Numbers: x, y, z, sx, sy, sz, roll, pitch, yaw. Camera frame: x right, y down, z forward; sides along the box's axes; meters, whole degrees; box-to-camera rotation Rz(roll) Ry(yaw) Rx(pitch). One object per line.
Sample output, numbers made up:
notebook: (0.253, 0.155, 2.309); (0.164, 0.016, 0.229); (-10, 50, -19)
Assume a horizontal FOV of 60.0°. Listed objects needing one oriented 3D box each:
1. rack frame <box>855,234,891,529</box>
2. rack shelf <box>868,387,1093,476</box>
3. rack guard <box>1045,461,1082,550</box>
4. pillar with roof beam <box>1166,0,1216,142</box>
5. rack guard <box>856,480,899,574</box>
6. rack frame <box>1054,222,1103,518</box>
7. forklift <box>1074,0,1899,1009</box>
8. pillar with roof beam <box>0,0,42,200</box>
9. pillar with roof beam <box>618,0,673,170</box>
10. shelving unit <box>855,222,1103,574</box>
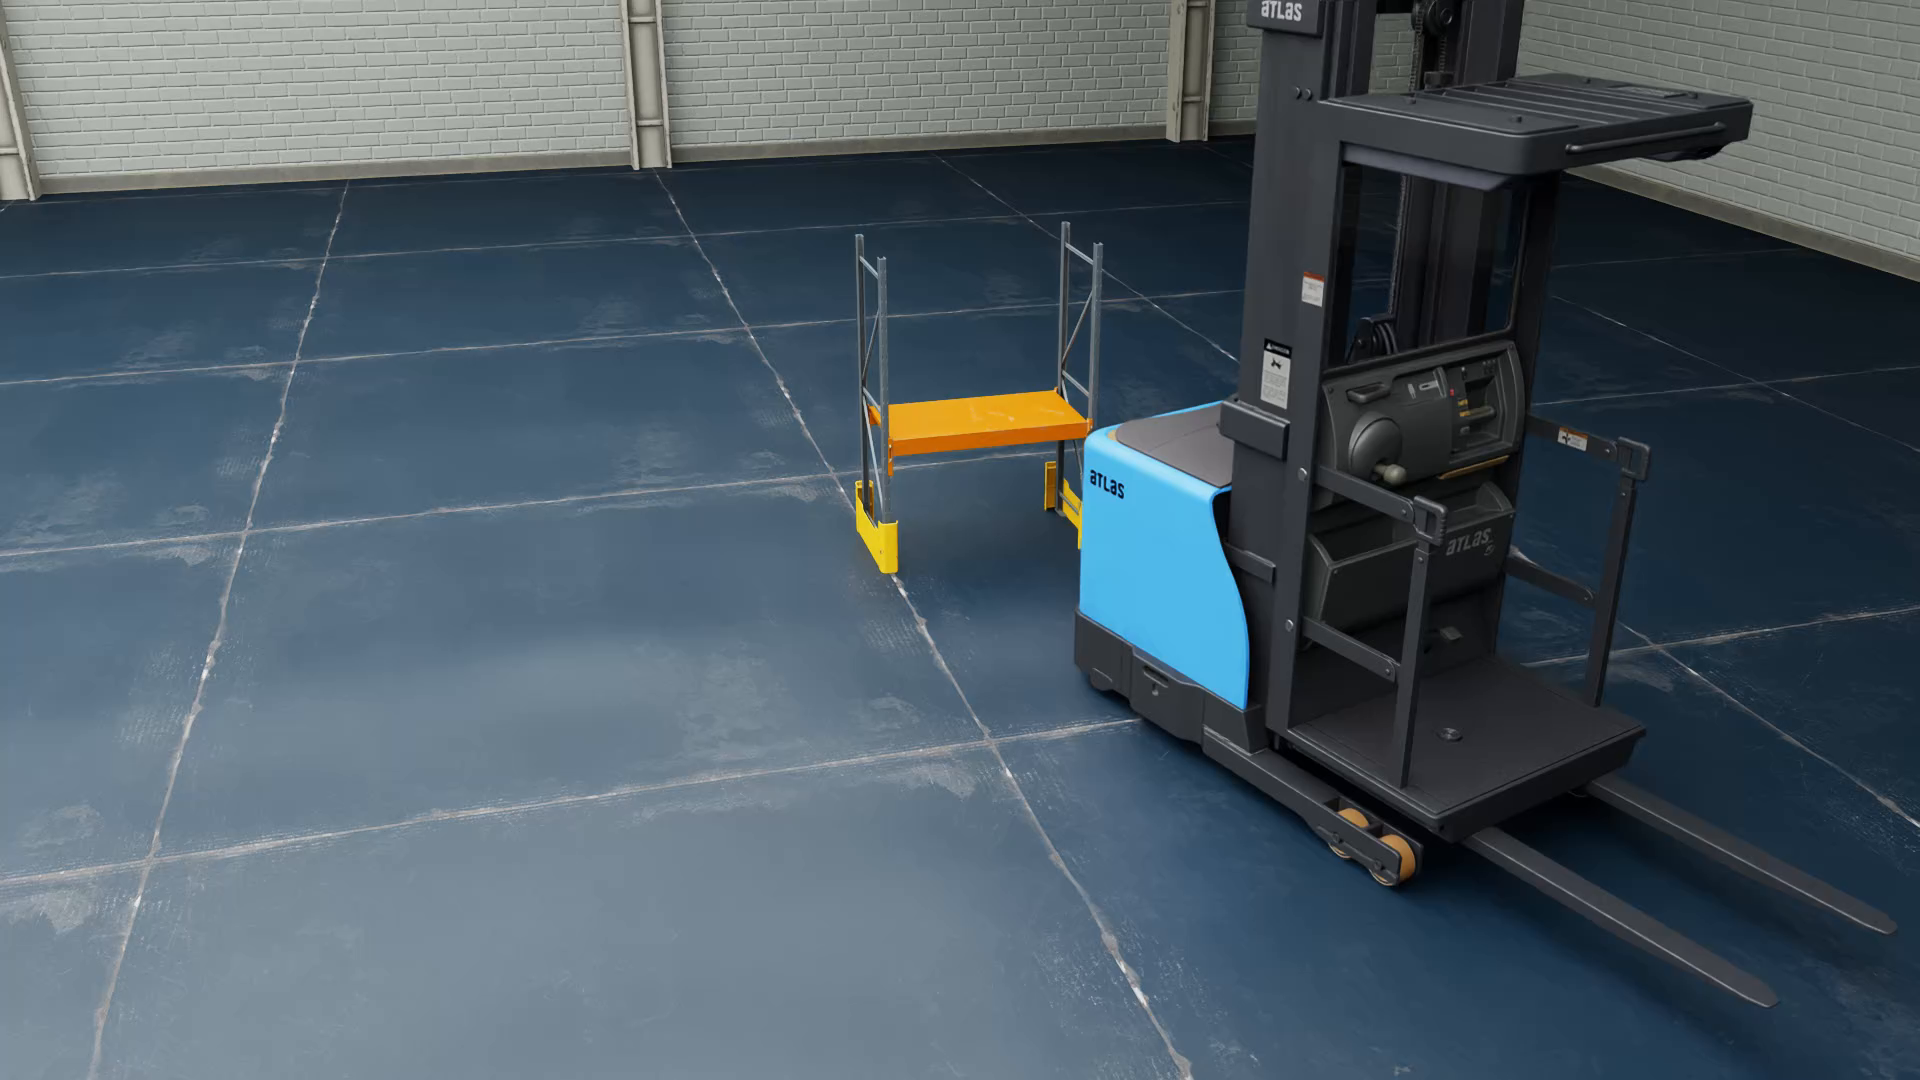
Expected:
rack frame: (-0.407, -0.644, 7.849); (0.032, 1.500, 0.500); (-6, 24, -14)
rack shelf: (0.082, -0.533, 8.046); (1.000, 0.185, 0.538); (-6, 24, -14)
rack guard: (0.553, -0.176, 8.343); (0.087, 0.250, 0.587); (-6, 24, -14)
pillar with roof beam: (3.726, -7.039, 13.242); (0.400, 9.000, 9.100); (-6, 24, -14)
rack guard: (-0.406, -0.070, 8.096); (0.087, 0.250, 0.587); (-6, 24, -14)
rack frame: (0.572, -0.752, 8.102); (0.032, 1.500, 0.500); (-6, 24, -14)
forklift: (1.702, -0.406, 5.480); (1.130, 2.935, 3.031); (-15, 27, -30)
pillar with roof beam: (-7.828, -5.761, 10.264); (0.400, 9.000, 9.100); (-6, 24, -14)
pillar with roof beam: (-2.051, -6.400, 11.753); (0.400, 9.000, 9.100); (-6, 24, -14)
shelving unit: (0.073, -0.697, 7.973); (1.083, 1.500, 0.587); (-6, 24, -14)
